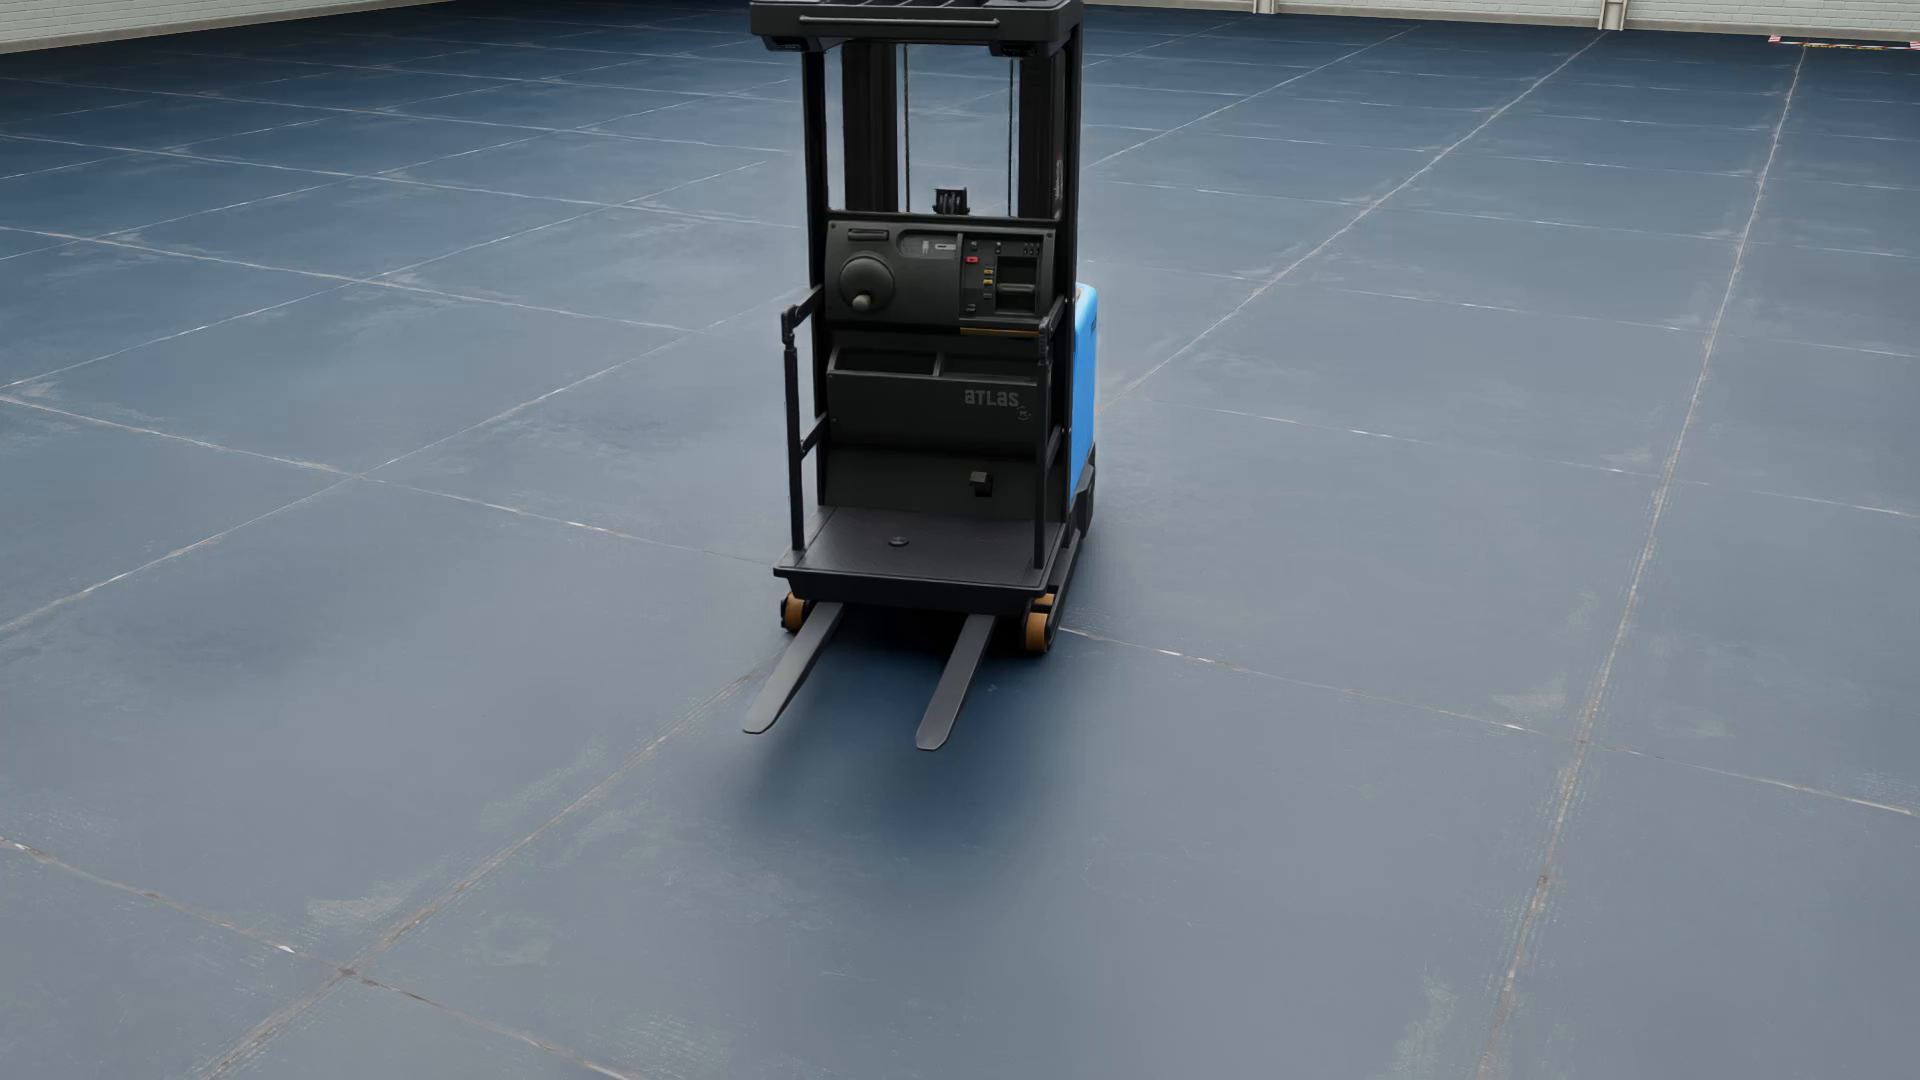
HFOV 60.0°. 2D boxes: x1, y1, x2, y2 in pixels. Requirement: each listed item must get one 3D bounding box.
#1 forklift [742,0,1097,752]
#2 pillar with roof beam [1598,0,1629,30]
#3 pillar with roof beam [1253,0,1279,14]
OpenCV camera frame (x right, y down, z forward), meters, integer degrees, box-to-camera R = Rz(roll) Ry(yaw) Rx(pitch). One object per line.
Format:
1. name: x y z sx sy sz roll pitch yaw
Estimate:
1. forklift: -0.122 -1.050 6.474 1.130 2.935 3.031 4 23 10
2. pillar with roof beam: 9.009 -11.230 22.658 0.400 9.000 9.100 11 25 25
3. pillar with roof beam: 3.655 -12.290 25.149 0.400 9.000 9.100 11 25 25
